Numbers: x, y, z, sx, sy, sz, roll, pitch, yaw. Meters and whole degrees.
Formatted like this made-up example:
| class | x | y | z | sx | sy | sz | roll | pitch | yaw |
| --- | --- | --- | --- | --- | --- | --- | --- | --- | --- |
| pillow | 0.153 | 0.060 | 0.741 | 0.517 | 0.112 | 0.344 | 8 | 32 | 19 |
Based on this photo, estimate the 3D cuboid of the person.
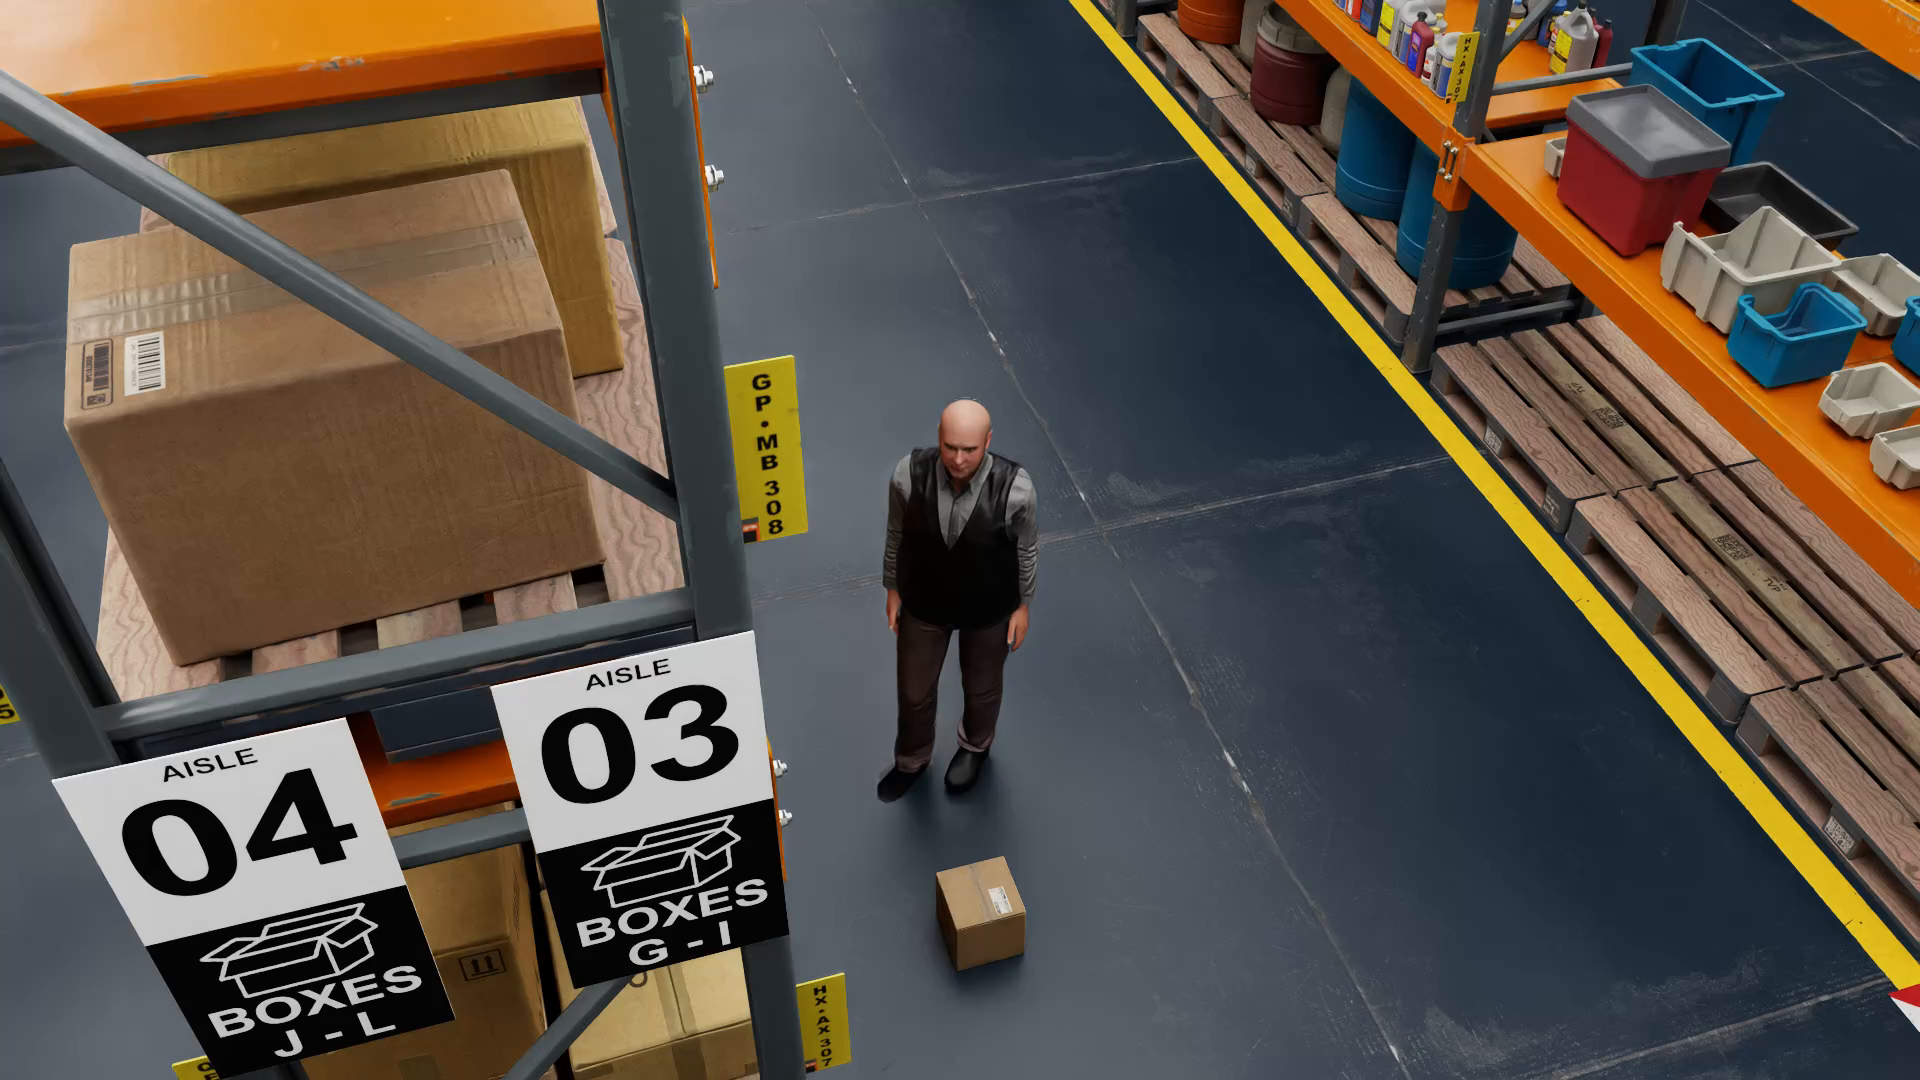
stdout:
| class | x | y | z | sx | sy | sz | roll | pitch | yaw |
| --- | --- | --- | --- | --- | --- | --- | --- | --- | --- |
| person | -0.027 | 0.291 | 5.881 | 0.572 | 1.769 | 0.482 | 6 | 42 | 7 |
